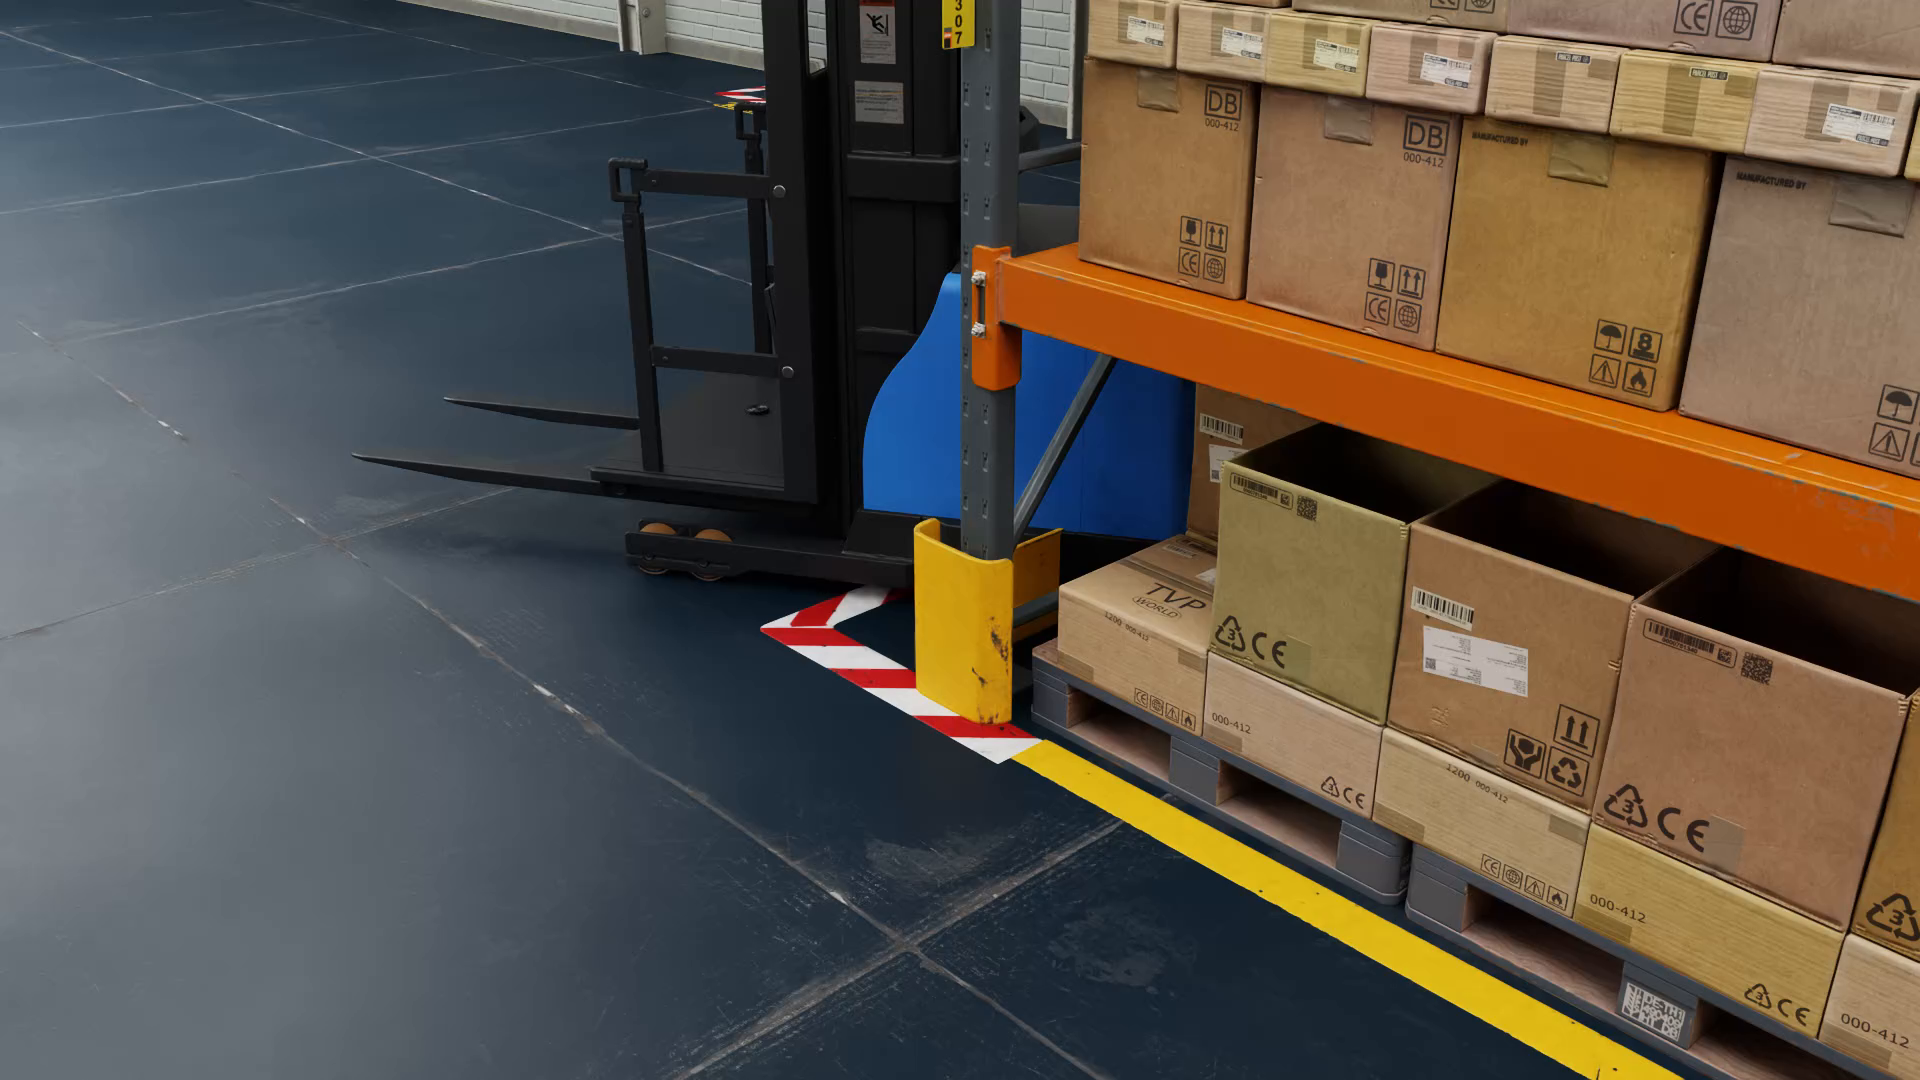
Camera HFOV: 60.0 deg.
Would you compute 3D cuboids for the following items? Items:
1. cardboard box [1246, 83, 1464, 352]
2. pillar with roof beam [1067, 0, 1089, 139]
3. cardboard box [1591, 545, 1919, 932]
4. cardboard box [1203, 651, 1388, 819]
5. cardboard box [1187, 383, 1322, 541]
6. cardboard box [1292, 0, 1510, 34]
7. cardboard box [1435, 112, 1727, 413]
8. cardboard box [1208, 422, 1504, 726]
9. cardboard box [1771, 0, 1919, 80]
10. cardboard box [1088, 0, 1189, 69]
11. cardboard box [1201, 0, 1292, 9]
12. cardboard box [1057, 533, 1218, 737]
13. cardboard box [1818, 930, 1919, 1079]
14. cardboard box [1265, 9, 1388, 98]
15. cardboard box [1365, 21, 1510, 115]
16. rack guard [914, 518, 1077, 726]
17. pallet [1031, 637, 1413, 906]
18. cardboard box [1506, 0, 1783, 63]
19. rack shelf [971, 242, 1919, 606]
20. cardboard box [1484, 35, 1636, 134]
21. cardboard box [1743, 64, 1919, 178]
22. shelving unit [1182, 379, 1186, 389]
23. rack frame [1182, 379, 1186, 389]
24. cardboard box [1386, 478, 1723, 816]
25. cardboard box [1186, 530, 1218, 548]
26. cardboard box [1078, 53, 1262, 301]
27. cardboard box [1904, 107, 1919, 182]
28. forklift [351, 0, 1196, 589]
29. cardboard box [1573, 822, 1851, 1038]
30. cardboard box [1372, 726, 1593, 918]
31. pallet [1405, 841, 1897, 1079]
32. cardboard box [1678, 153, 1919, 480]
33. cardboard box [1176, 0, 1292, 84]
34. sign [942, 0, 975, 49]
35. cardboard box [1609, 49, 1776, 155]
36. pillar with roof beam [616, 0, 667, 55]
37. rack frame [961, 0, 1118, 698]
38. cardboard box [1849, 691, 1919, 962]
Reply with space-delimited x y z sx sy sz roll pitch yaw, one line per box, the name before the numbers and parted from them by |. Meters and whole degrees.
cardboard box | 1.078 -0.791 3.749 0.700 0.500 0.500 -20 31 -37
pillar with roof beam | -2.114 -5.814 7.652 9.100 9.000 0.400 -21 32 -38
cardboard box | 1.633 0.351 3.269 0.500 0.500 0.500 -21 32 -38
cardboard box | 0.955 0.388 4.093 0.500 0.250 0.500 -21 32 -38
cardboard box | 0.990 -0.251 4.590 0.500 0.500 0.500 -21 32 -38
cardboard box | 1.115 -1.365 3.444 0.700 0.500 0.500 -22 33 -40
cardboard box | 1.413 -0.639 3.415 0.700 0.500 0.500 -21 32 -38
cardboard box | 0.953 0.047 3.936 0.500 0.500 0.500 -21 32 -38
cardboard box | 1.803 -1.061 2.777 0.700 0.500 0.500 -21 32 -38
cardboard box | 0.517 -1.209 3.883 0.380 0.149 0.250 -22 32 -39
cardboard box | 0.752 -1.523 3.790 0.700 0.500 0.500 -21 32 -38
cardboard box | 0.610 0.237 4.422 0.500 0.250 0.500 -21 32 -38
cardboard box | 1.976 0.844 3.094 0.500 0.250 0.500 -21 32 -38
cardboard box | 0.869 -1.054 3.543 0.380 0.149 0.250 -21 32 -38
cardboard box | 1.040 -0.976 3.374 0.380 0.149 0.250 -22 32 -39
rack guard | 0.390 0.082 4.968 1.175 0.500 0.348 -21 32 -38
pallet | 0.959 0.440 4.530 1.003 0.211 1.213 -21 32 -38
cardboard box | 1.460 -1.212 3.110 0.700 0.500 0.500 -21 32 -38
rack shelf | 1.773 -0.115 3.254 1.077 0.370 4.000 -21 32 -38
cardboard box | 1.224 -0.896 3.199 0.250 0.149 0.380 23 33 40
cardboard box | 1.567 -0.743 2.862 0.380 0.149 0.250 -21 32 -38
shelving unit | 0.596 -0.321 5.086 0.210 0.900 0.258 19 44 19
rack frame | 0.687 -0.289 5.053 0.006 0.900 0.240 19 44 19
cardboard box | 1.304 0.195 3.612 0.500 0.500 0.500 -21 32 -38
cardboard box | 0.988 0.091 4.744 0.500 0.250 0.500 -21 32 -38
cardboard box | 0.716 -0.948 4.095 0.700 0.500 0.500 -21 32 -38
cardboard box | 1.747 -0.663 2.688 0.380 0.149 0.250 -20 31 -37
forklift | -0.606 -1.402 5.291 3.031 2.935 1.130 6 25 14
cardboard box | 1.634 0.692 3.425 0.500 0.250 0.500 -21 32 -38
cardboard box | 1.296 0.539 3.760 0.500 0.250 0.500 -21 32 -38
pallet | 1.789 0.810 3.720 1.003 0.211 1.213 -21 32 -38
cardboard box | 1.776 -0.480 3.068 0.700 0.500 0.500 -20 31 -37
cardboard box | 0.699 -1.129 3.710 0.380 0.149 0.250 -22 33 -40
sign | -0.003 -1.322 3.896 0.100 0.325 0.005 -21 32 -38
cardboard box | 1.399 -0.819 3.029 0.380 0.149 0.250 -22 32 -39
pillar with roof beam | -6.215 -7.632 11.636 9.100 9.000 0.400 -21 32 -38
rack frame | 0.406 -1.048 4.433 1.000 3.000 0.127 -21 32 -38
cardboard box | 1.986 0.499 2.946 0.500 0.500 0.500 -21 32 -38
